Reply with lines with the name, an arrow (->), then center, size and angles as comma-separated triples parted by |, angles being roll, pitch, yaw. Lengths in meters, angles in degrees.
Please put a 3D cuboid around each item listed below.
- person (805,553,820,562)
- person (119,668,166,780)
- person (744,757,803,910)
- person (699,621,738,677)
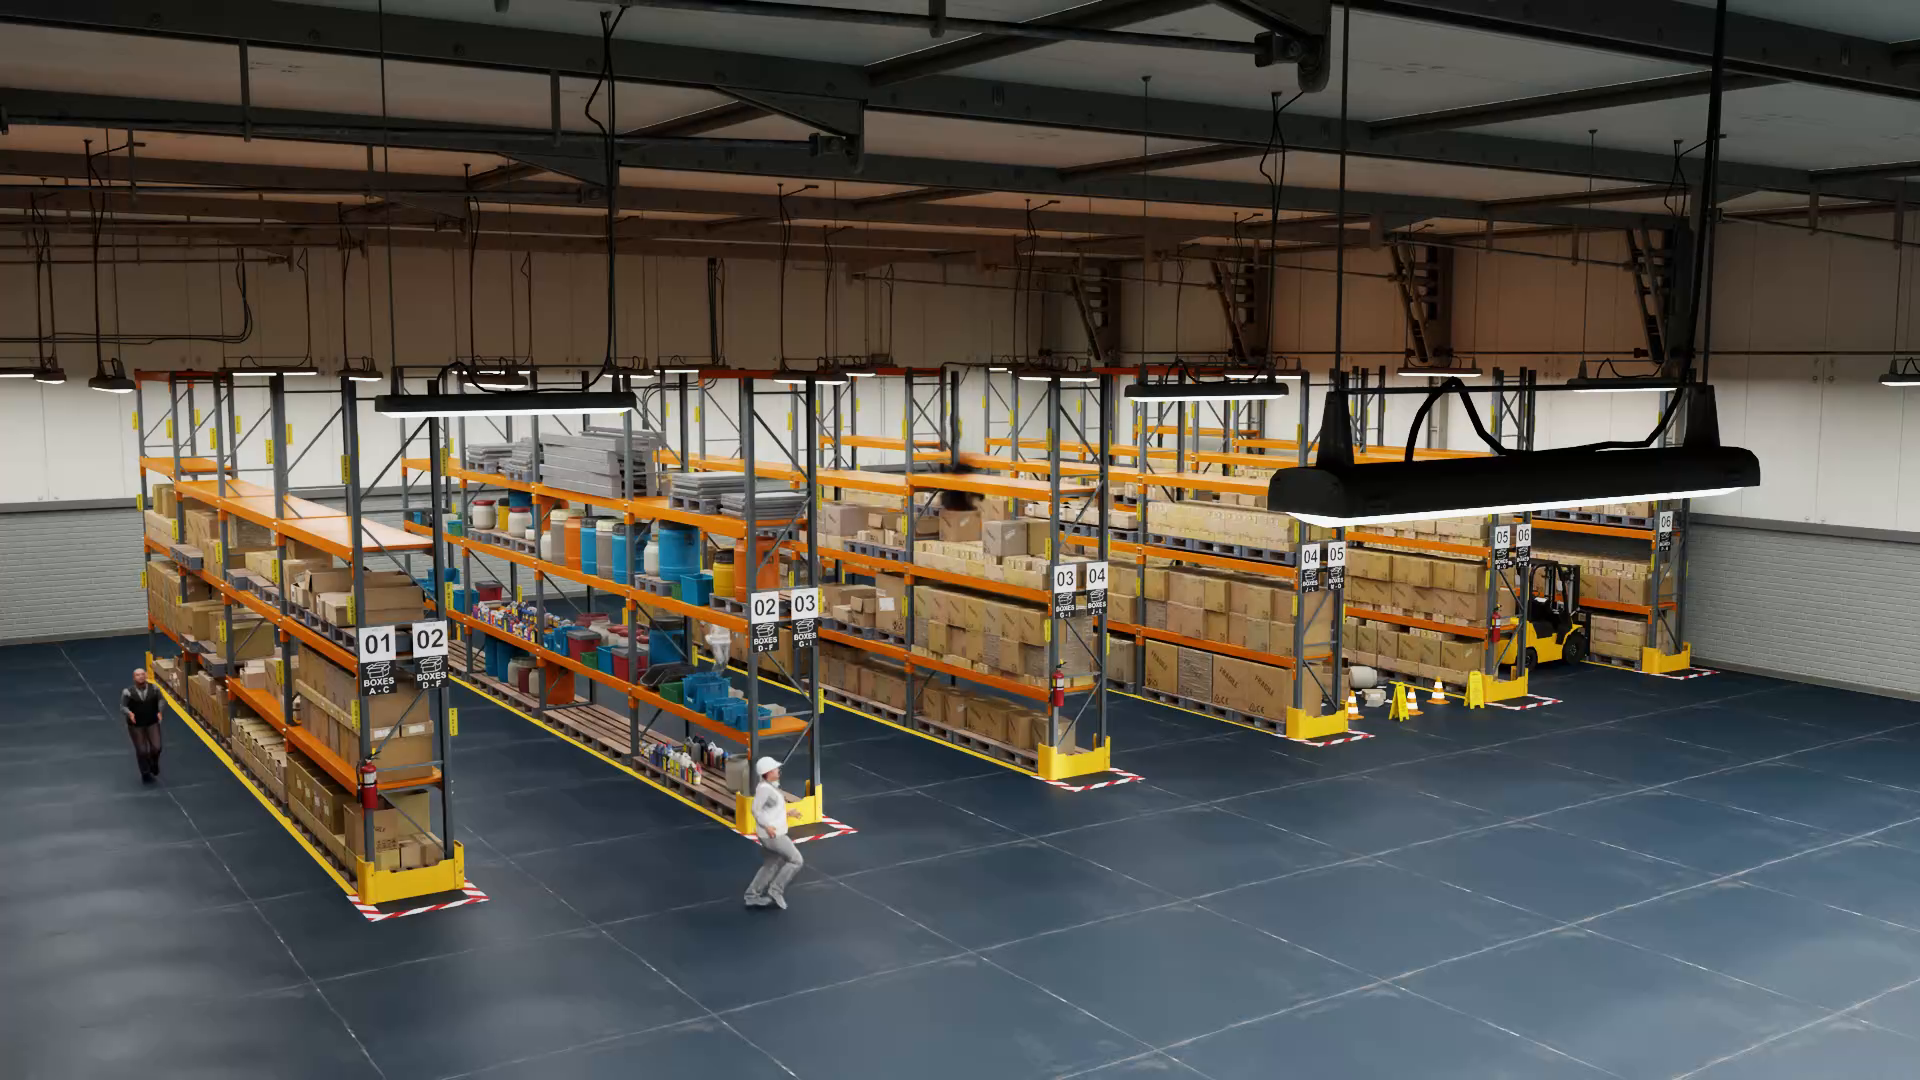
person -> -3.671, 0.827, 41.573 | 0.625, 1.698, 0.638 | -6, 9, -42
person -> -12.011, 2.727, 24.502 | 0.635, 1.676, 0.564 | -4, 8, -33
person -> -2.124, 3.339, 18.925 | 0.684, 1.760, 0.667 | -1, 7, -12
person -> -4.466, 1.942, 31.121 | 0.656, 1.749, 0.641 | -5, 8, -39
